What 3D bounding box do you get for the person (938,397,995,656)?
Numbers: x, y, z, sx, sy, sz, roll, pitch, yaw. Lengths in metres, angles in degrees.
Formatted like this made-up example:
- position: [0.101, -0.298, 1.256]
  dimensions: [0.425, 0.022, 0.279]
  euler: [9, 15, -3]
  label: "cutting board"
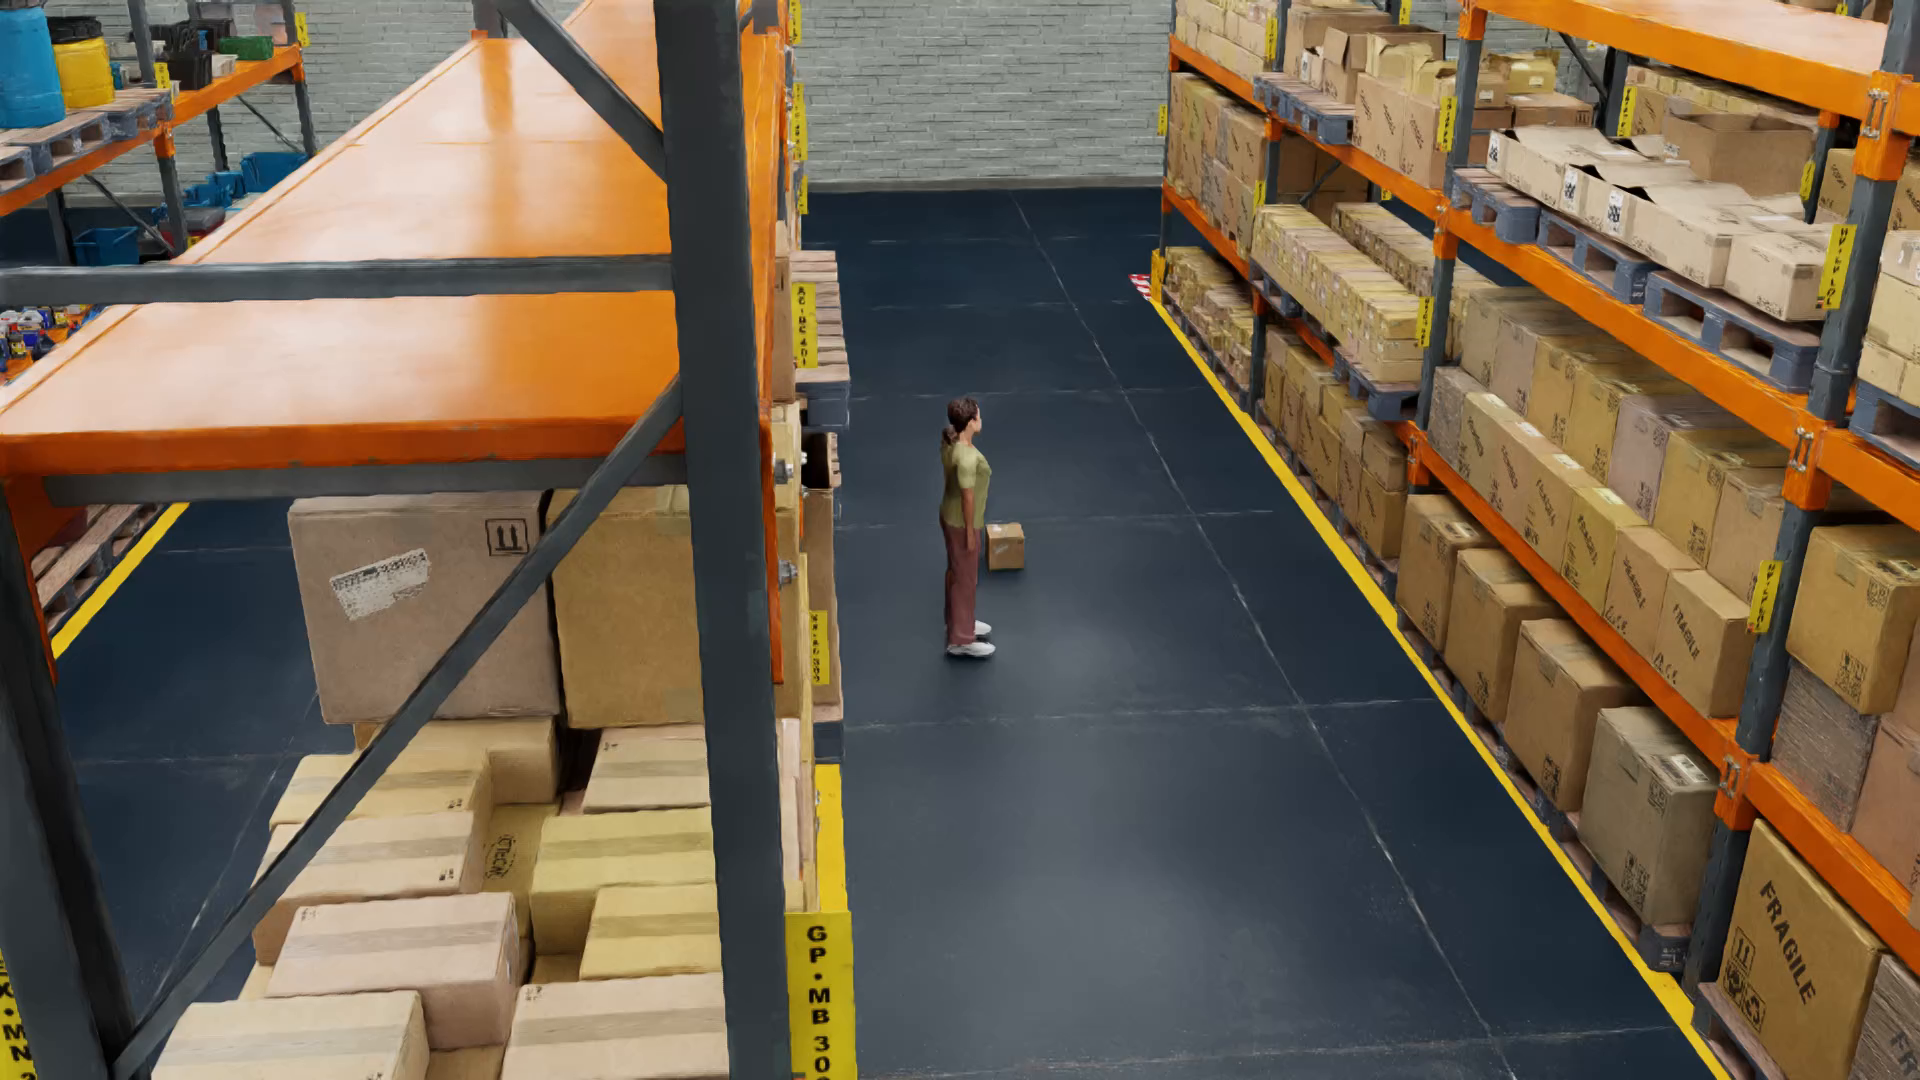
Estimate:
- position: [0.043, -0.105, 10.493]
  dimensions: [0.379, 1.678, 0.488]
  euler: [-7, 25, -15]
  label: "person"
